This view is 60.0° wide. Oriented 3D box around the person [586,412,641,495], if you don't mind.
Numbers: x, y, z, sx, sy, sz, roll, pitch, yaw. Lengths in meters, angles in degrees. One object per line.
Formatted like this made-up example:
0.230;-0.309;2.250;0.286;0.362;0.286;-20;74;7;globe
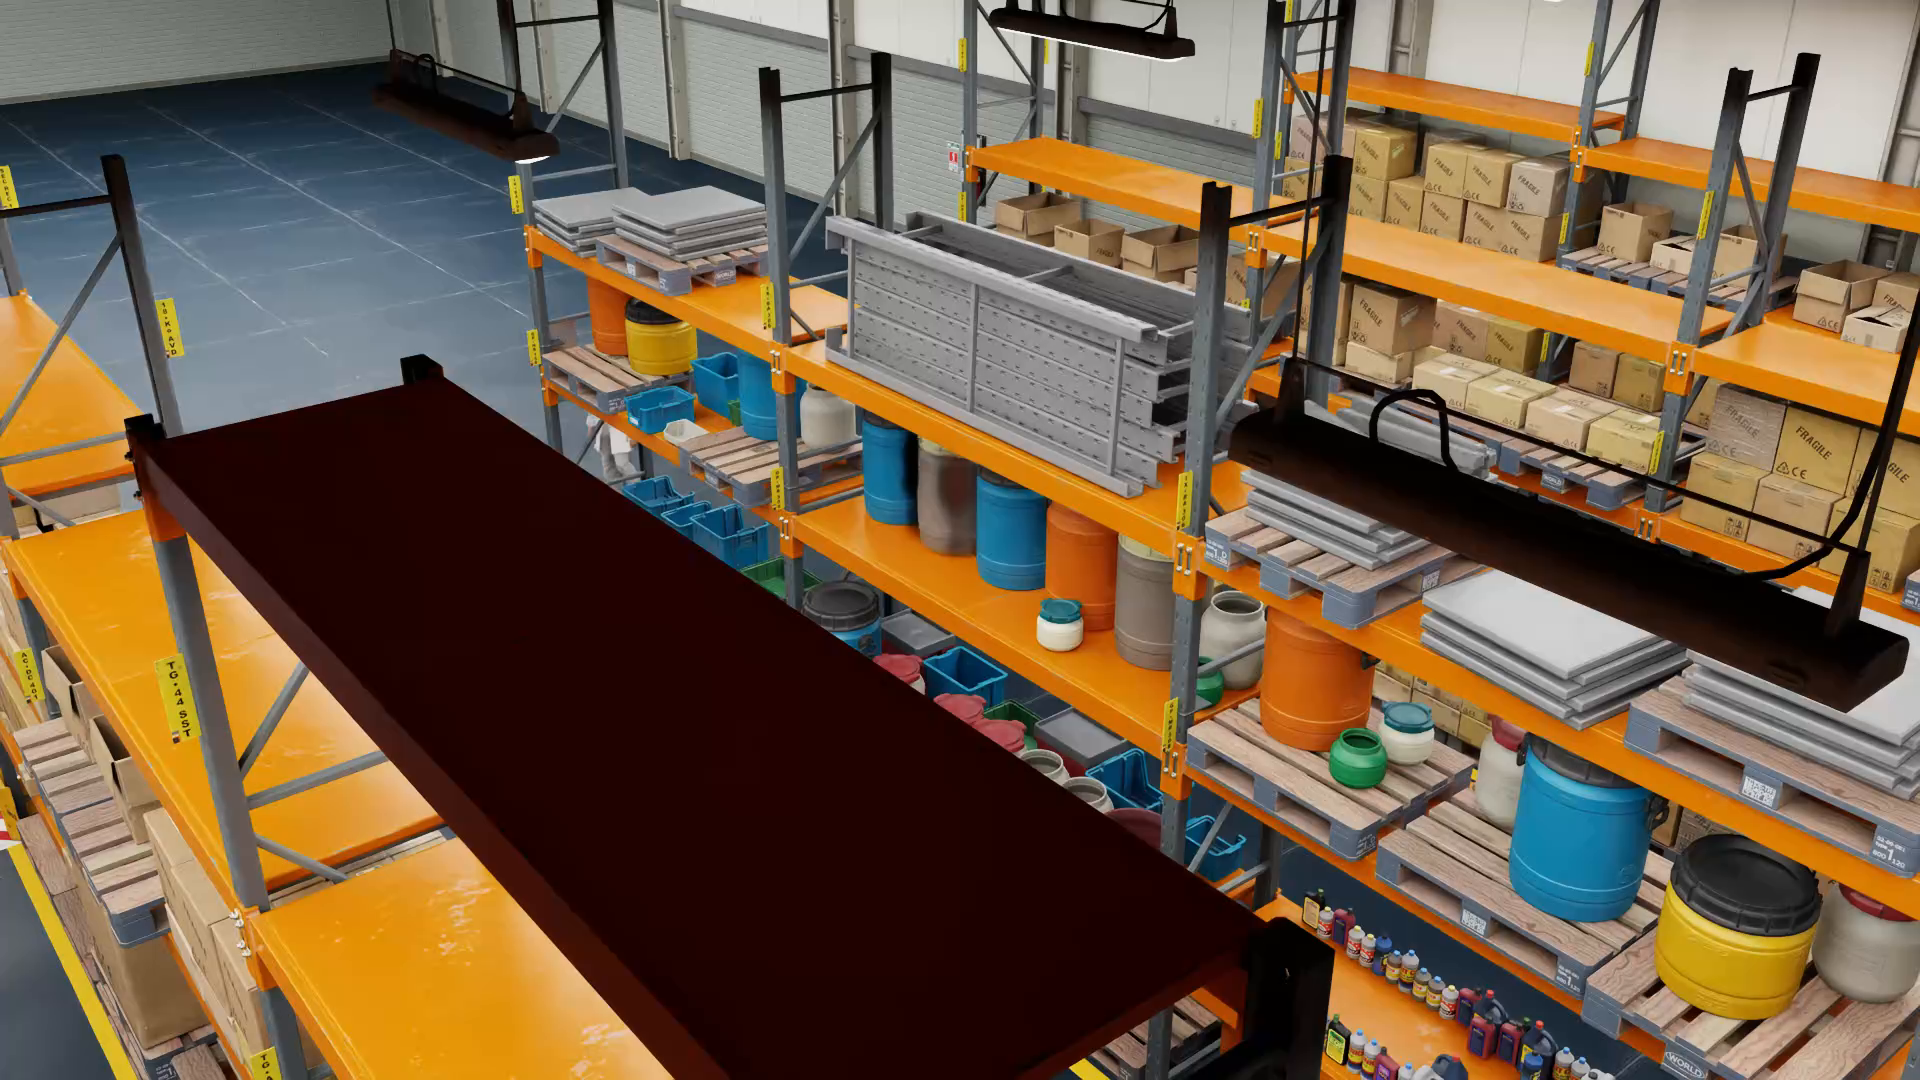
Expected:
-3.937;-1.224;18.804;0.687;1.817;0.452;13;29;25;person
